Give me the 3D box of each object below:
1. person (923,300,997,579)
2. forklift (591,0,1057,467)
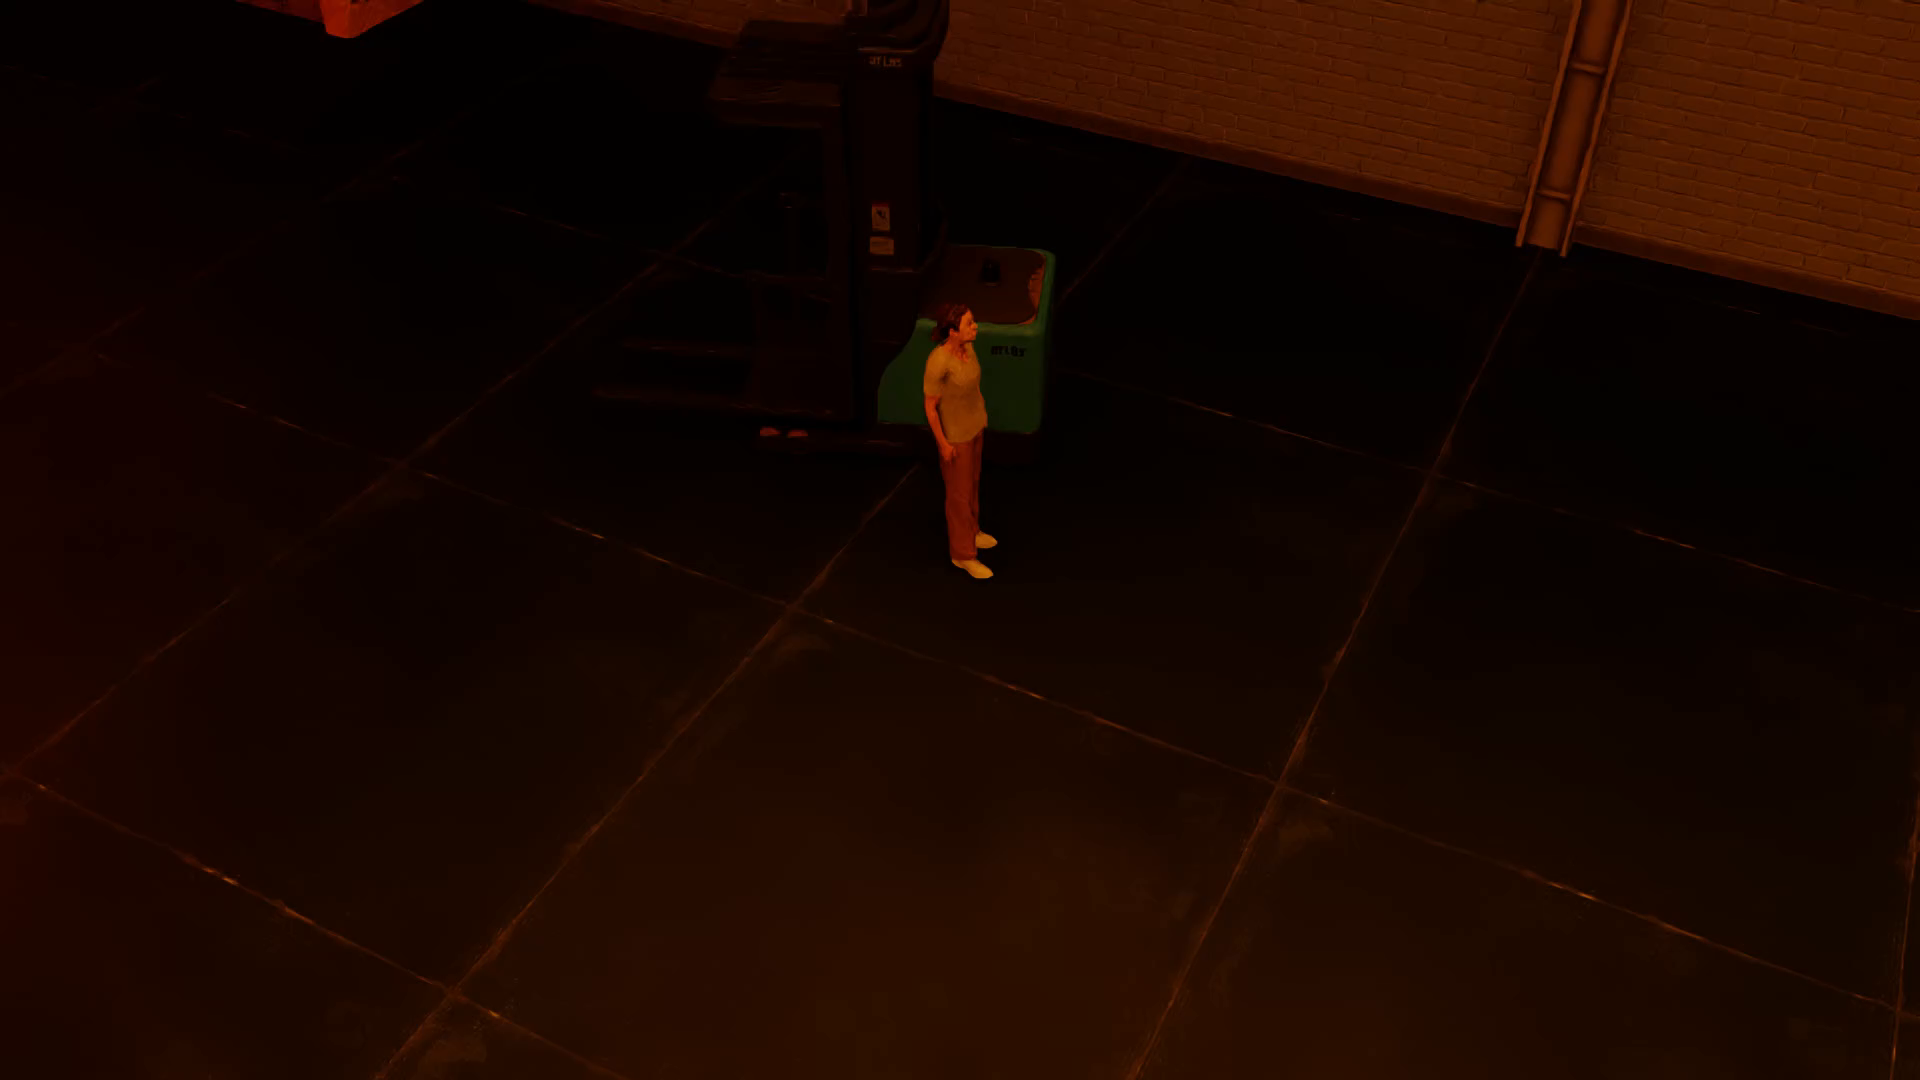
[{"bbox_3d":[0.061,-0.618,9.684,0.548,1.674,0.554,18,43,21],"label":"person"},{"bbox_3d":[-0.913,-2.013,10.377,3.031,2.935,1.130,5,40,6],"label":"forklift"}]
